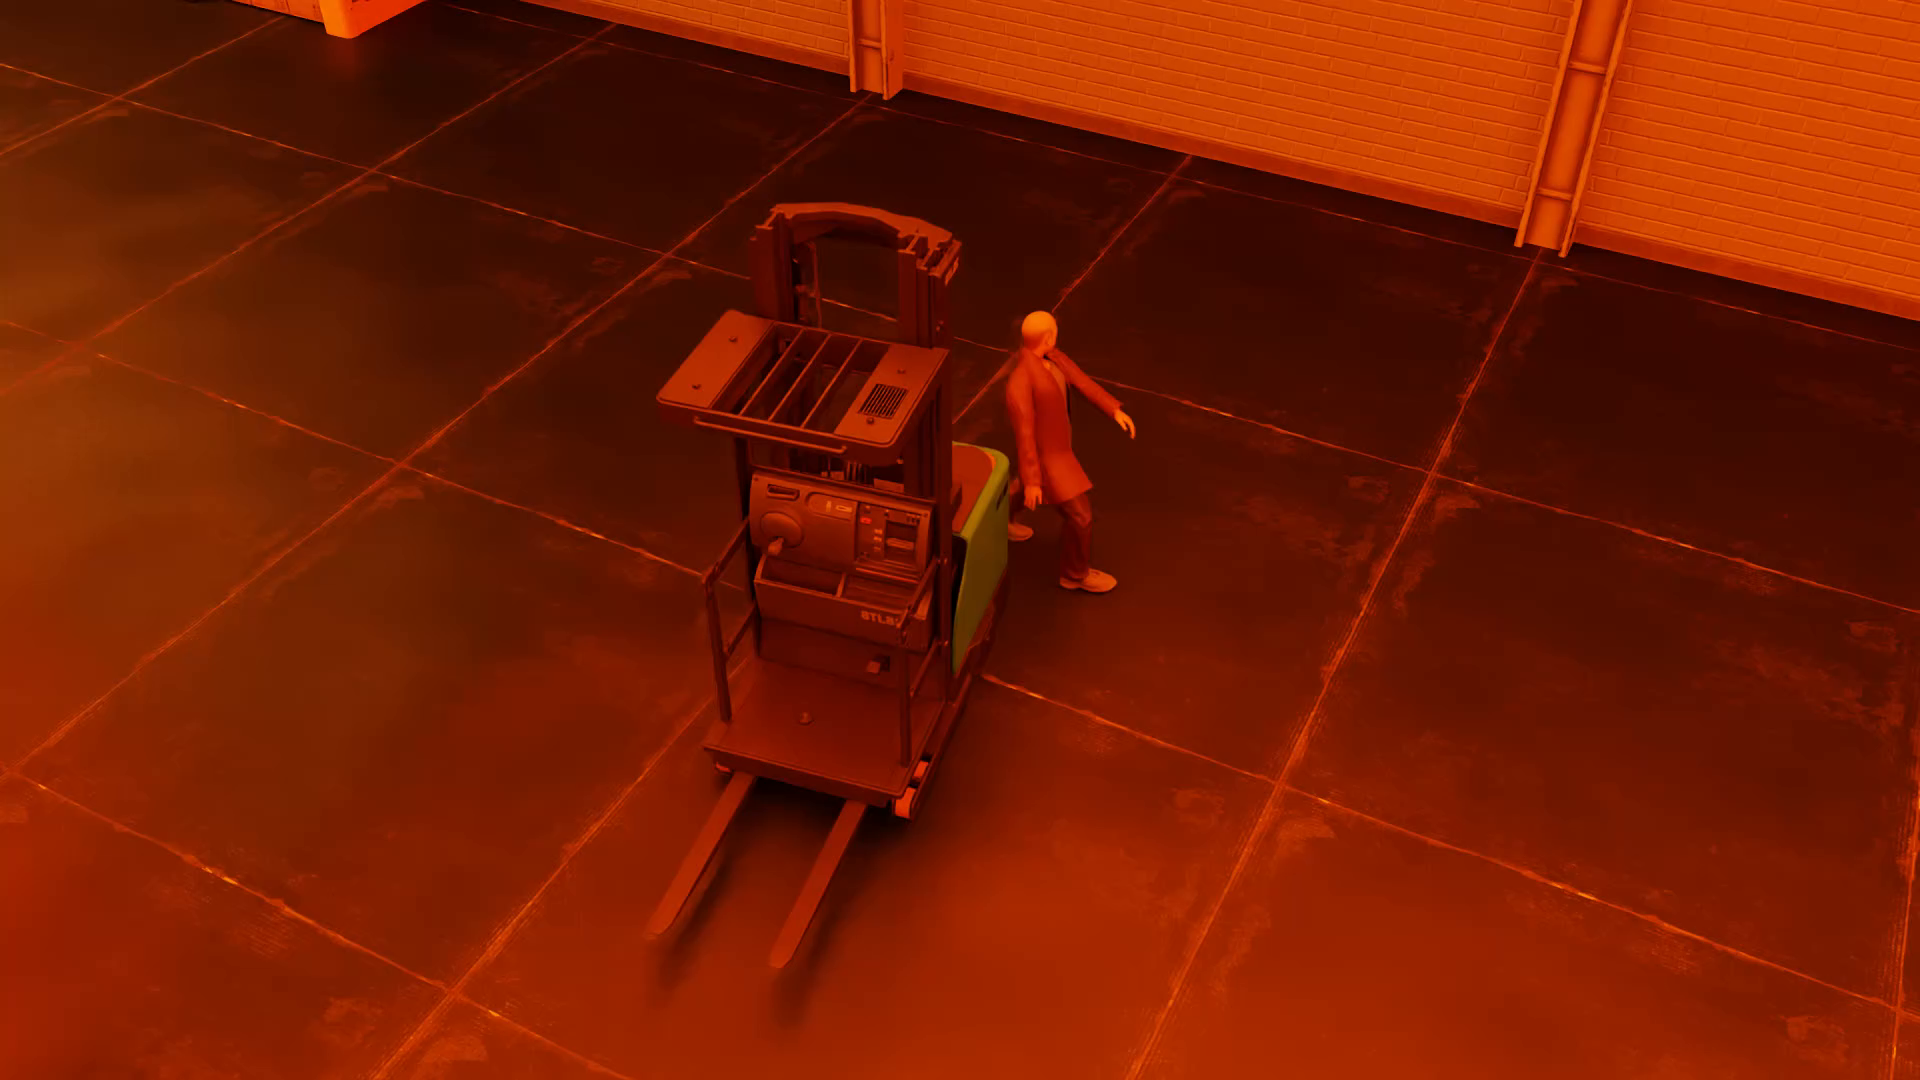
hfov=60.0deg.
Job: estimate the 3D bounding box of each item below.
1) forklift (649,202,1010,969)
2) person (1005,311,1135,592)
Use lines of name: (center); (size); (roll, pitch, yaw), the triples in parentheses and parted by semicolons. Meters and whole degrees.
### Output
forklift: (-0.656, 0.016, 7.968); (1.130, 2.935, 3.031); (12, 42, 14)
person: (0.514, -0.482, 9.545); (0.949, 1.683, 0.783); (5, 40, 6)
